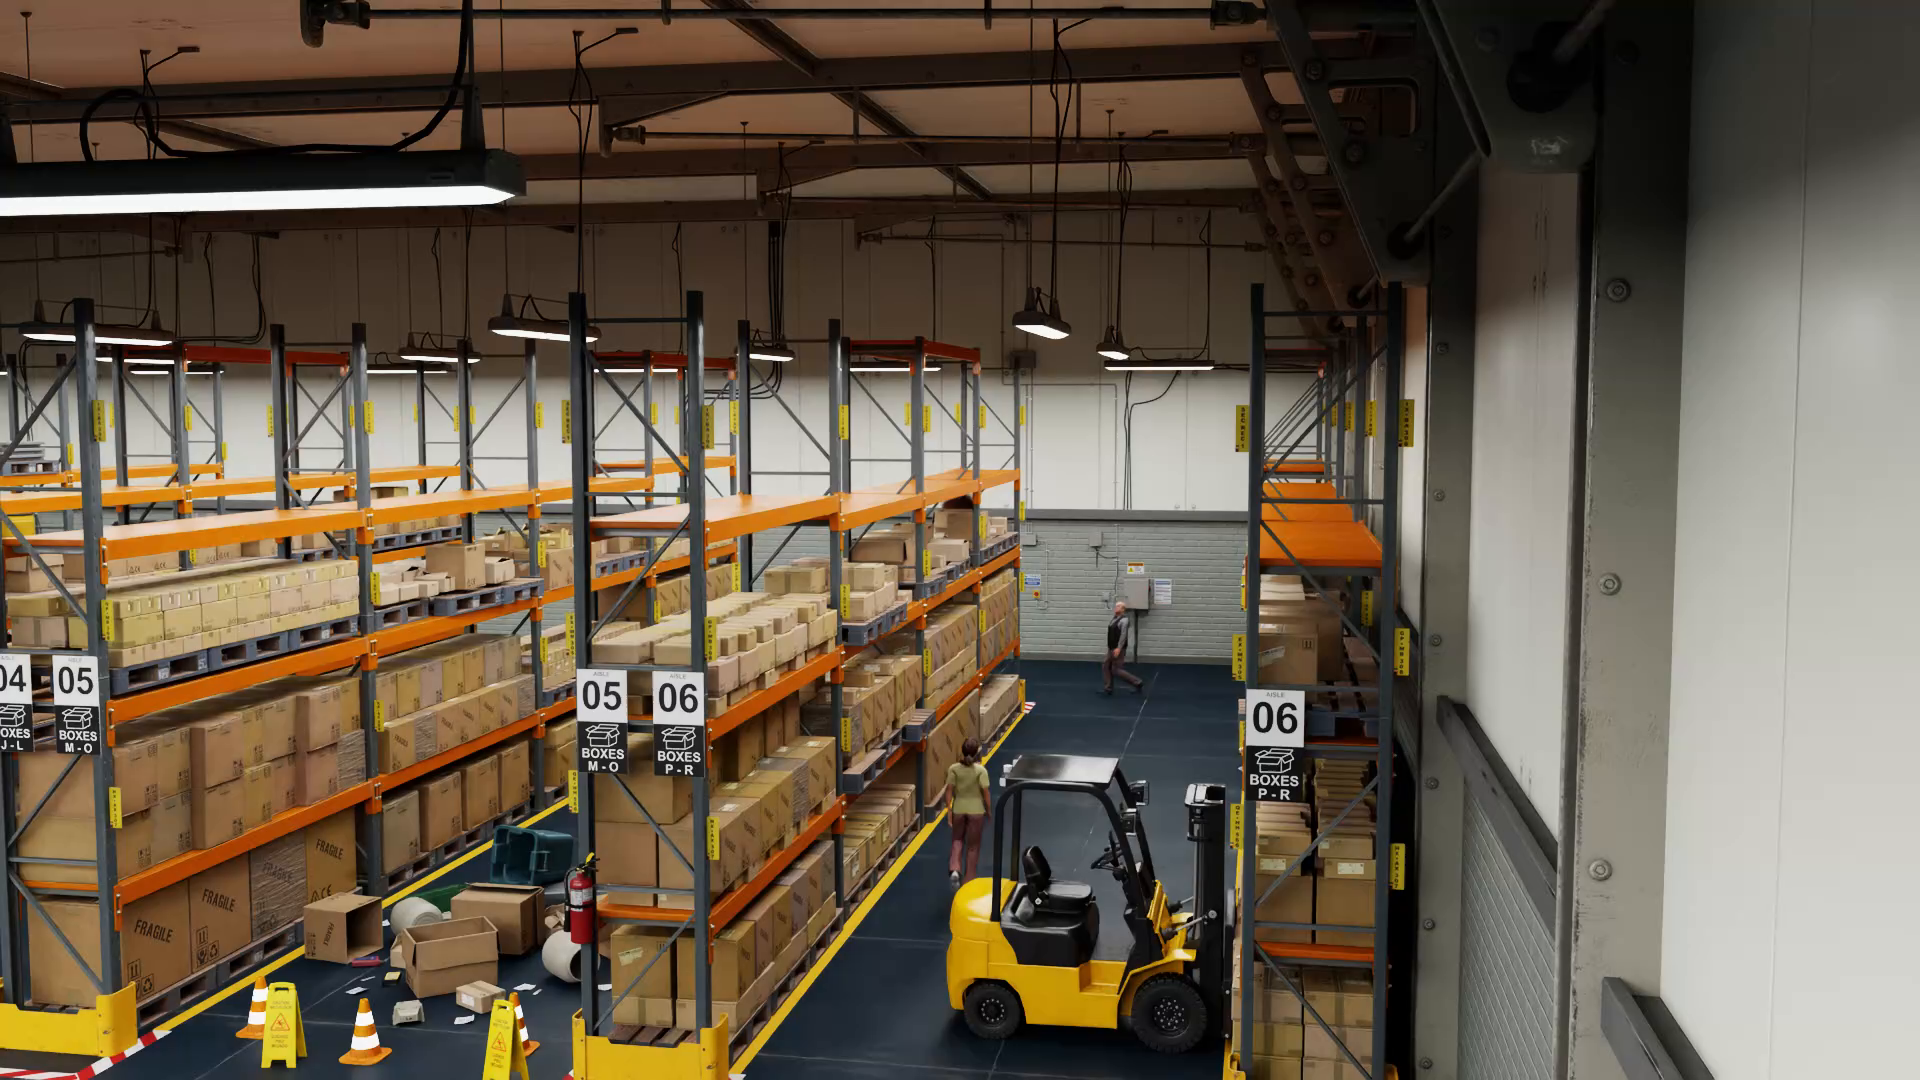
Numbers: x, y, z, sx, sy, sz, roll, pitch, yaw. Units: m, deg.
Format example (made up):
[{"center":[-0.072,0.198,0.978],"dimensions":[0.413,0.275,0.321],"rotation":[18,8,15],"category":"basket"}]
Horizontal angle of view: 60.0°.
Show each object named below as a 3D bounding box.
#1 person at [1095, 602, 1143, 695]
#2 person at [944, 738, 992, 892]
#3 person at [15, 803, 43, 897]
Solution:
[{"center":[2.841,1.933,29.611],"dimensions":[0.845,1.678,0.564],"rotation":[0,5,5],"category":"person"},{"center":[0.088,2.904,17.537],"dimensions":[0.465,1.657,0.477],"rotation":[1,5,14],"category":"person"},{"center":[-8.539,3.030,15.558],"dimensions":[0.414,1.787,0.651],"rotation":[2,5,21],"category":"person"}]
